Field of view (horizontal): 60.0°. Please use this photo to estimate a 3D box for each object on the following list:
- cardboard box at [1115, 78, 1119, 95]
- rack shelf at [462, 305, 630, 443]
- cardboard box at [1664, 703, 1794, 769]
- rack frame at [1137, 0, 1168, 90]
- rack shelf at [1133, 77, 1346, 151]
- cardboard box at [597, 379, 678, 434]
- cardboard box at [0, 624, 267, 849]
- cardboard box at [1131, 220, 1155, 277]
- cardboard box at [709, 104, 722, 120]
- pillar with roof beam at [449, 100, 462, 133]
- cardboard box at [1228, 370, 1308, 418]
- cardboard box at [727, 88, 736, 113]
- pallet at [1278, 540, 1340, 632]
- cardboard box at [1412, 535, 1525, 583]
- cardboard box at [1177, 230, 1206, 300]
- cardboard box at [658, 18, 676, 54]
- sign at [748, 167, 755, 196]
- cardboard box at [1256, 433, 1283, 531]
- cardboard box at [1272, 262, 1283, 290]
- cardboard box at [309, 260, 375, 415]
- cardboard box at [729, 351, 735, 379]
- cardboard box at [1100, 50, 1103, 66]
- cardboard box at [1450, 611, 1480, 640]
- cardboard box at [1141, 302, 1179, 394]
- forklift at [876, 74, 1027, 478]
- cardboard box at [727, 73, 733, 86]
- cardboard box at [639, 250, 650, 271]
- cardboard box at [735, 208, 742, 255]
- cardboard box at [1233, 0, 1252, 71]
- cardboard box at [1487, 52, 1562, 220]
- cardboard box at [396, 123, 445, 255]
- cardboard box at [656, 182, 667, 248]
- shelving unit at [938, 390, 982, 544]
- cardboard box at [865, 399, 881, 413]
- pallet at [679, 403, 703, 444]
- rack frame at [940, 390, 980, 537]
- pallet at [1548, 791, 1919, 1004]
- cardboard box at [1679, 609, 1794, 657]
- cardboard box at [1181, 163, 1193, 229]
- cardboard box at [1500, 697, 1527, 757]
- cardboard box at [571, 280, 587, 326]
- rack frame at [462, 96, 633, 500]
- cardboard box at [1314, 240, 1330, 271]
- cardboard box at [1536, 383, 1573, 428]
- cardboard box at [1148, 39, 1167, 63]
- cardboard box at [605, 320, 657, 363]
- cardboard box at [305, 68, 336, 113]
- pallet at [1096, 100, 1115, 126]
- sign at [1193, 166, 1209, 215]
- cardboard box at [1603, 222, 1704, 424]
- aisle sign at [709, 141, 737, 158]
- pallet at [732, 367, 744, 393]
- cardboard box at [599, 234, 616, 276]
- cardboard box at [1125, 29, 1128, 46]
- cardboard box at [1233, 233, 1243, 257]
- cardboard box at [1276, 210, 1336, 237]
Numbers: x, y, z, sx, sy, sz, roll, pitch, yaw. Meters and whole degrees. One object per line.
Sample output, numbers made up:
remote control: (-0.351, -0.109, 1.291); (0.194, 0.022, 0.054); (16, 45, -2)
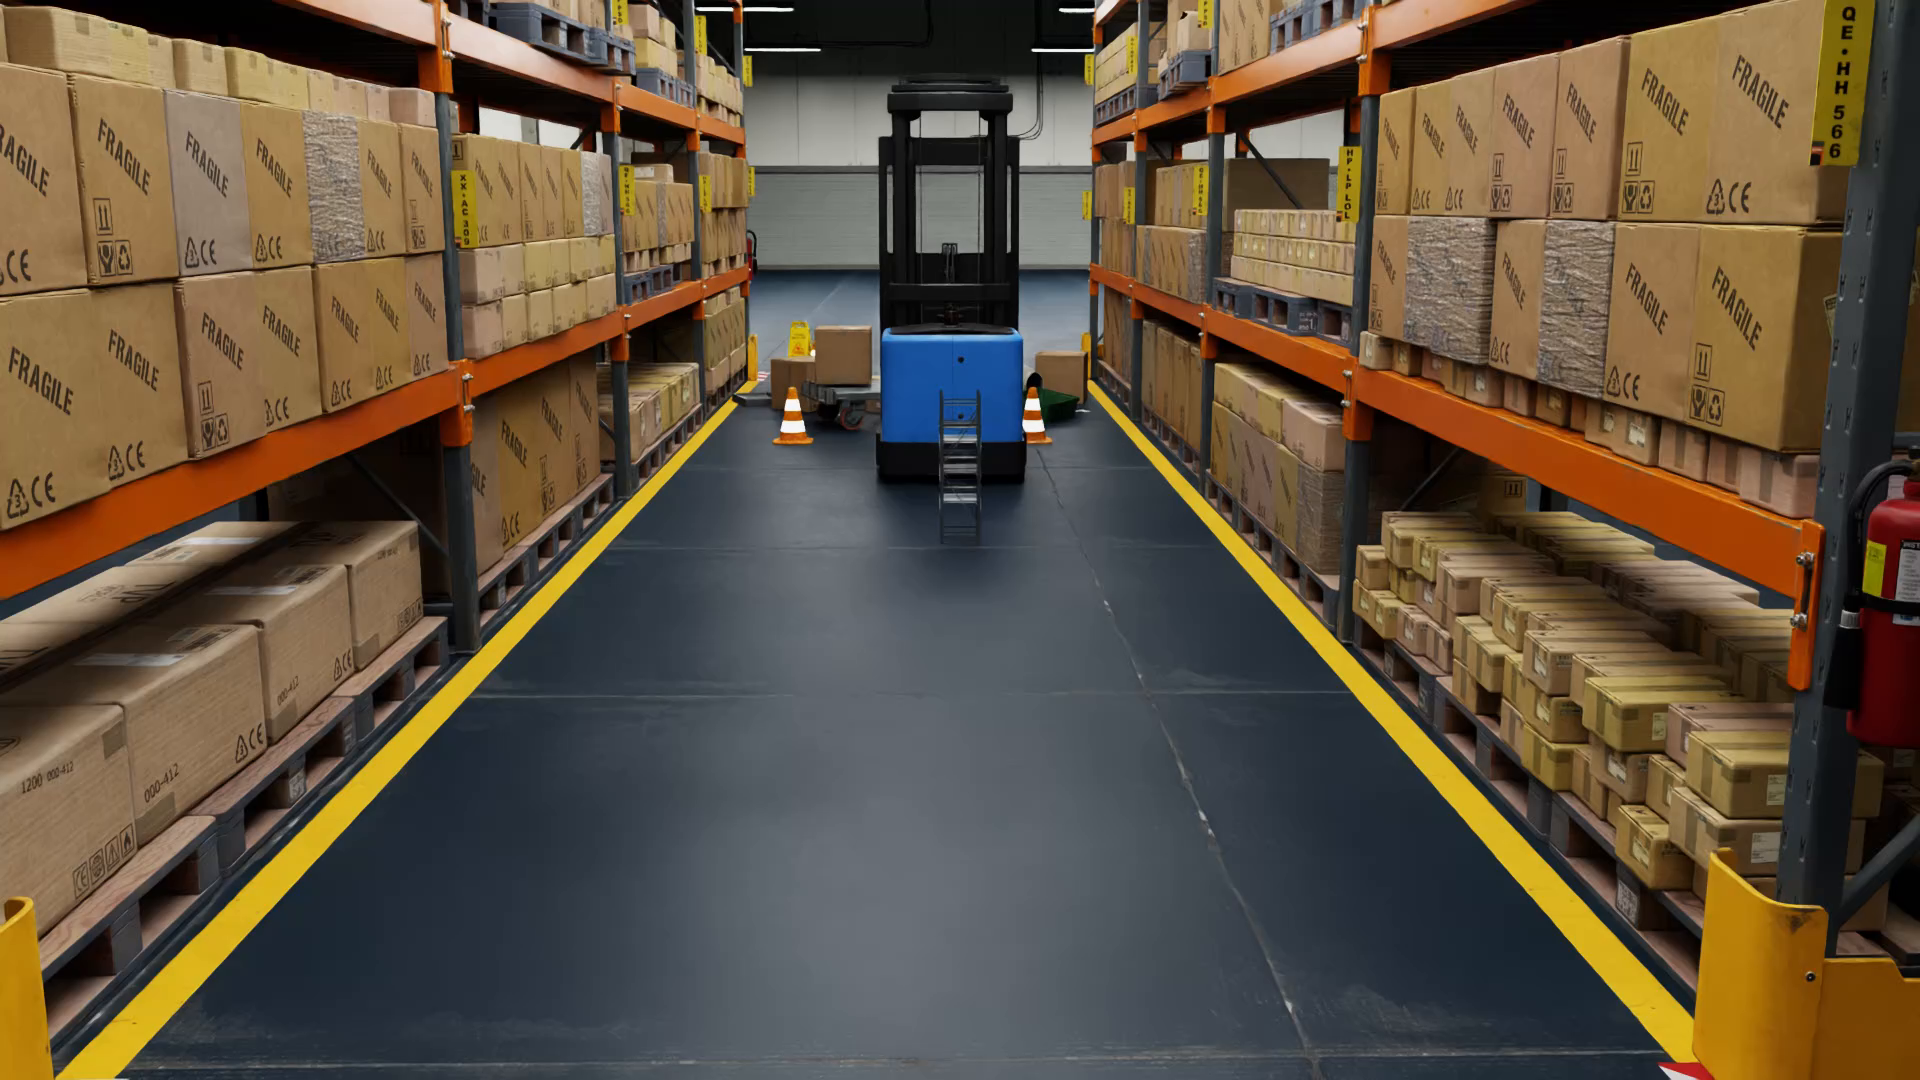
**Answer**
cardboard box: (1.742, -4.514, 16.546); (0.380, 0.149, 0.250); (0, 11, -2)
rack shelf: (-2.725, -1.003, 9.266); (1.077, 0.370, 4.000); (0, 11, -1)
cardboard box: (2.133, 0.543, 4.458); (0.380, 0.149, 0.250); (0, 11, 0)
rack frame: (2.098, -5.528, 14.676); (1.000, 3.000, 0.127); (0, 11, -1)
rack shelf: (2.139, -3.308, 13.086); (1.077, 0.370, 4.000); (0, 11, -1)
cardboard box: (-2.802, -1.080, 13.393); (0.950, 0.372, 0.625); (0, 11, 1)
cardboard box: (-2.742, 0.575, 5.070); (0.875, 0.438, 0.875); (0, 11, 0)
cardboard box: (2.078, -2.735, 15.619); (0.875, 0.550, 0.550); (0, 11, -1)
cardboard box: (-2.550, -4.214, 16.375); (0.380, 0.149, 0.250); (0, 11, -2)
pillar with roof beam: (-4.725, -8.523, 29.437); (9.100, 9.000, 0.400); (0, 11, -1)
cardboard box: (1.963, -0.903, 10.308); (0.500, 0.250, 0.500); (0, 11, -2)
cardboard box: (-2.656, -4.685, 17.690); (0.500, 0.250, 0.500); (0, 11, -2)
pallet: (2.245, 0.214, 8.474); (1.003, 0.211, 1.213); (0, 11, -1)
cardboard box: (2.064, 0.076, 6.757); (0.380, 0.149, 0.250); (0, 11, -2)
cardboard box: (1.893, -2.030, 12.268); (0.500, 0.500, 0.500); (0, 11, -1)
cardboard box: (-2.710, -4.280, 14.133); (0.500, 0.250, 0.500); (0, 11, 0)
sign: (-2.377, -4.064, 18.838); (0.100, 0.325, 0.005); (0, 11, -1)
cardboard box: (1.979, -0.329, 9.366); (0.500, 0.500, 0.500); (0, 11, -2)
cardboard box: (2.017, -1.522, 9.595); (0.380, 0.149, 0.250); (0, 11, 0)
cardboard box: (-2.378, -0.713, 5.779); (0.500, 0.500, 0.500); (0, 11, -2)
cardboard box: (-2.627, -1.835, 17.417); (0.500, 0.250, 0.500); (-1, 11, -3)
cardboard box: (1.713, -5.208, 17.958); (0.380, 0.149, 0.250); (0, 11, -2)
cardboard box: (2.071, 0.328, 6.266); (0.380, 0.149, 0.250); (0, 11, 1)
cardboard box: (2.154, -1.878, 16.060); (0.875, 0.875, 0.875); (0, 11, 0)
forklift: (-0.092, -2.136, 13.214); (1.130, 2.935, 3.031); (0, 11, -1)
cardboard box: (-2.639, -4.913, 17.812); (0.380, 0.149, 0.250); (0, 11, -2)
cardboard box: (-2.504, -2.066, 12.276); (0.380, 0.149, 0.250); (0, 11, -1)
cardboard box: (-2.640, -3.331, 17.936); (0.500, 0.500, 0.500); (0, 11, -1)
cardboard box: (1.943, -3.098, 9.990); (0.500, 0.500, 0.500); (0, 11, -1)
cardboard box: (2.043, -1.287, 5.343); (0.500, 0.500, 0.500); (-1, 11, -3)
cardboard box: (-2.398, -1.404, 6.669); (0.500, 0.500, 0.500); (0, 11, -2)
cardboard box: (-2.583, -2.552, 13.039); (0.500, 0.500, 0.500); (-1, 11, -3)
shelving unit: (0.000, -0.439, 9.962); (0.258, 0.900, 0.210); (0, 11, -1)
cardboard box: (-0.720, -1.379, 16.187); (0.258, 0.266, 0.396); (-10, 15, -40)
pallet: (-2.832, -1.026, 14.588); (1.003, 0.211, 1.213); (0, 11, -1)
rack frame: (-0.002, -0.460, 10.061); (0.240, 0.900, 0.006); (0, 11, -1)
pallet: (2.363, 0.987, 4.663); (1.003, 0.211, 1.213); (0, 11, -1)
cardboard box: (2.627, 0.330, 5.507); (0.380, 0.149, 0.250); (0, 11, 0)
cardboard box: (2.145, -2.726, 13.183); (0.700, 0.500, 0.500); (0, 11, -2)
cardboard box: (2.029, 0.627, 5.537); (0.380, 0.149, 0.250); (0, 11, 0)
cardboard box: (-2.476, -1.378, 9.685); (0.500, 0.250, 0.500); (0, 11, -2)
rack frame: (-2.767, -1.753, 11.154); (1.000, 3.000, 0.127); (0, 11, -1)
cardboard box: (2.038, -1.461, 8.543); (0.380, 0.149, 0.250); (-1, 11, -3)
cardboard box: (2.096, -0.452, 5.377); (0.380, 0.149, 0.250); (0, 11, 0)
cardboard box: (1.831, -4.482, 15.385); (0.500, 0.250, 0.500); (0, 11, -2)
cardboard box: (-3.130, -1.890, 15.805); (0.500, 0.500, 0.500); (0, 11, -2)
cardboard box: (-2.403, -1.552, 5.768); (0.380, 0.149, 0.250); (0, 11, -2)
pallet: (2.041, -4.663, 18.176); (1.003, 0.211, 1.213); (0, 11, -1)
sign: (1.625, -2.358, 11.224); (0.100, 0.325, 0.005); (0, 11, -1)
cardboard box: (2.073, -0.588, 4.415); (0.500, 0.500, 0.500); (0, 11, -2)
aisle sign: (-2.643, -4.631, 18.801); (0.394, 0.787, 0.004); (0, 11, -1)
pallet: (-2.949, -1.800, 18.399); (1.003, 0.211, 1.213); (0, 11, -1)
cardboard box: (-2.503, -1.829, 10.650); (0.500, 0.250, 0.500); (0, 11, -1)
cardboard box: (1.762, -4.752, 15.714); (0.380, 0.149, 0.250); (0, 11, -1)
cardboard box: (1.989, -1.925, 10.829); (0.380, 0.149, 0.250); (0, 11, 1)
cardboard box: (2.025, -1.813, 9.533); (0.380, 0.149, 0.250); (0, 11, 1)
